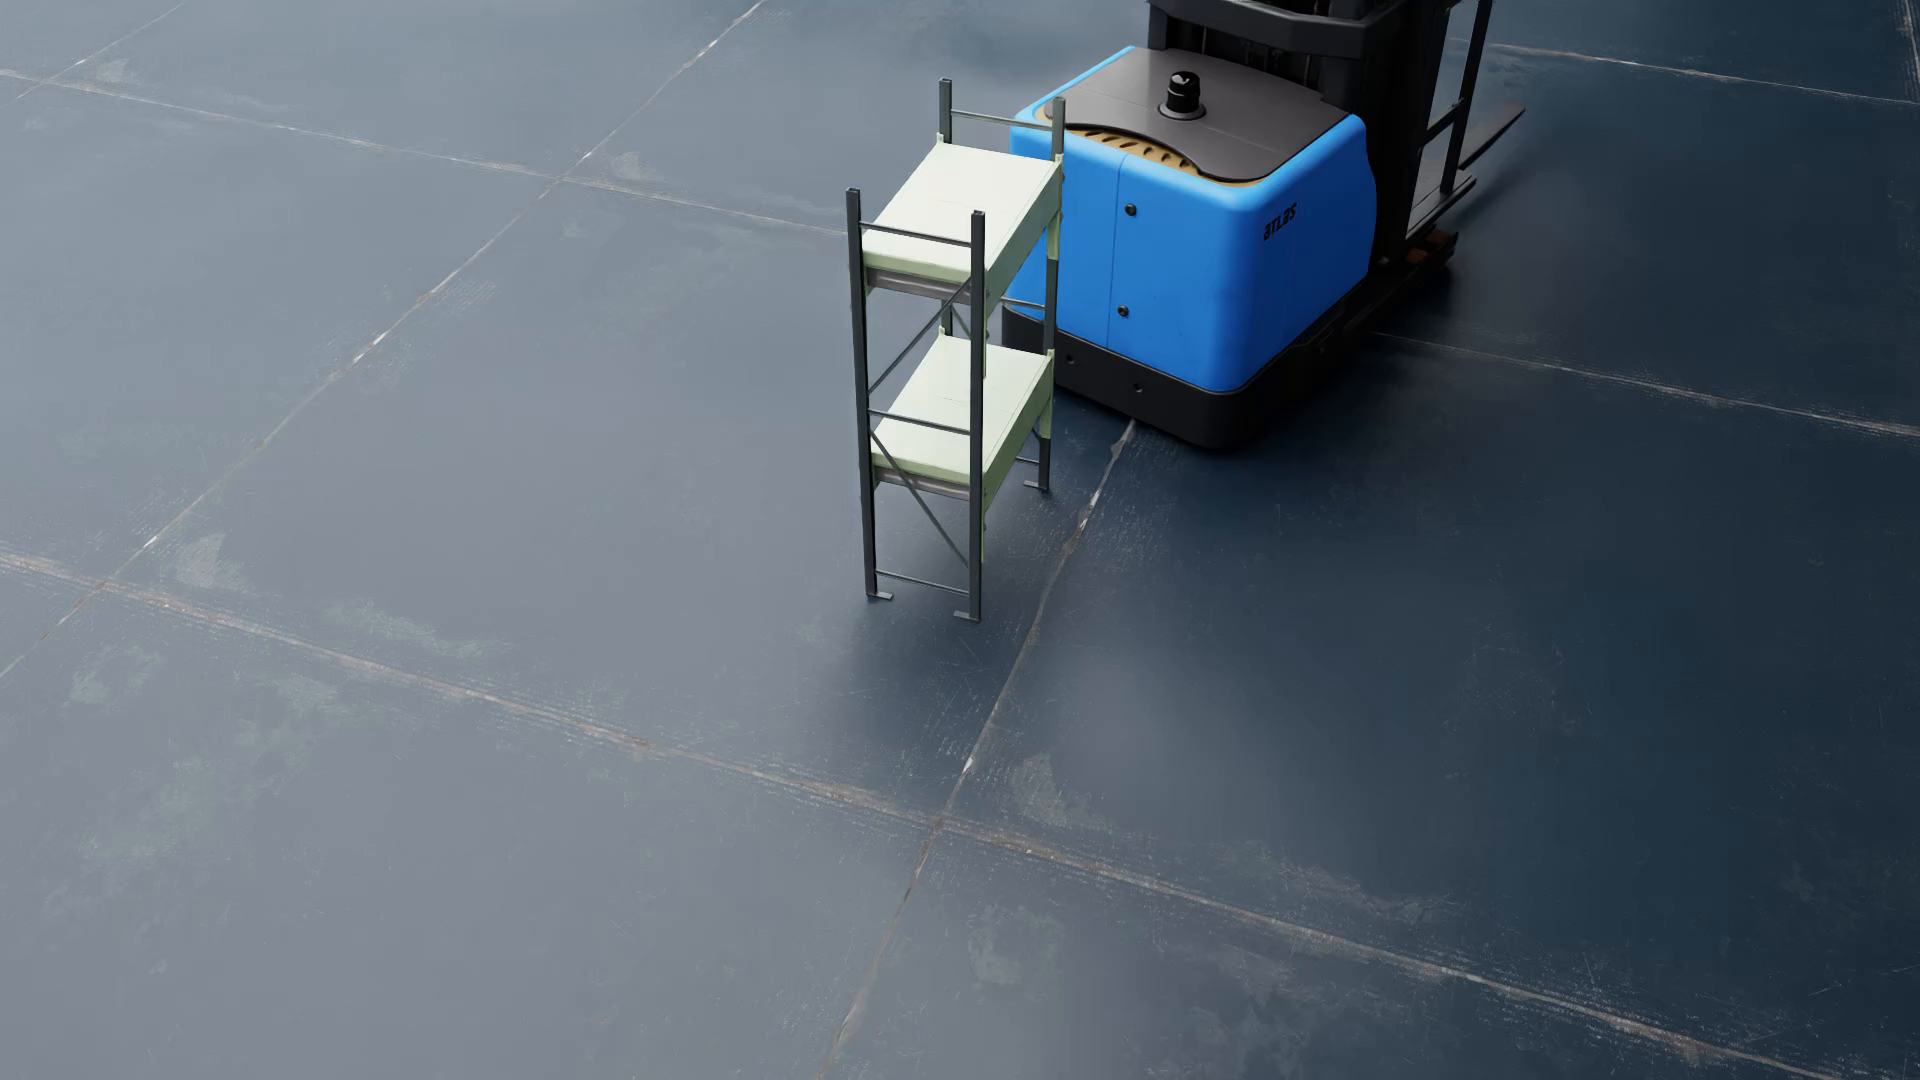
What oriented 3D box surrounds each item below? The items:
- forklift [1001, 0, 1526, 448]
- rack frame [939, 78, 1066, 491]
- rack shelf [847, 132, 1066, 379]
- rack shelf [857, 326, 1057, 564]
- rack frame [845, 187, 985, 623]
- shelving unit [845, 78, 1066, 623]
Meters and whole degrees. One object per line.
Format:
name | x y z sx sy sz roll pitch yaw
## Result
forklift | 1.462 -2.348 6.244 1.130 2.935 3.031 27 47 28
rack frame | 0.127 -0.798 5.530 0.400 1.500 0.023 13 42 15
rack shelf | 0.002 -0.872 5.015 0.431 0.370 0.720 13 42 15
rack shelf | 0.002 -0.327 5.480 0.431 0.370 0.720 13 42 15
rack frame | -0.123 -0.351 5.006 0.400 1.500 0.023 13 42 15
shelving unit | 0.002 -0.575 5.268 0.431 1.500 0.755 13 42 15
